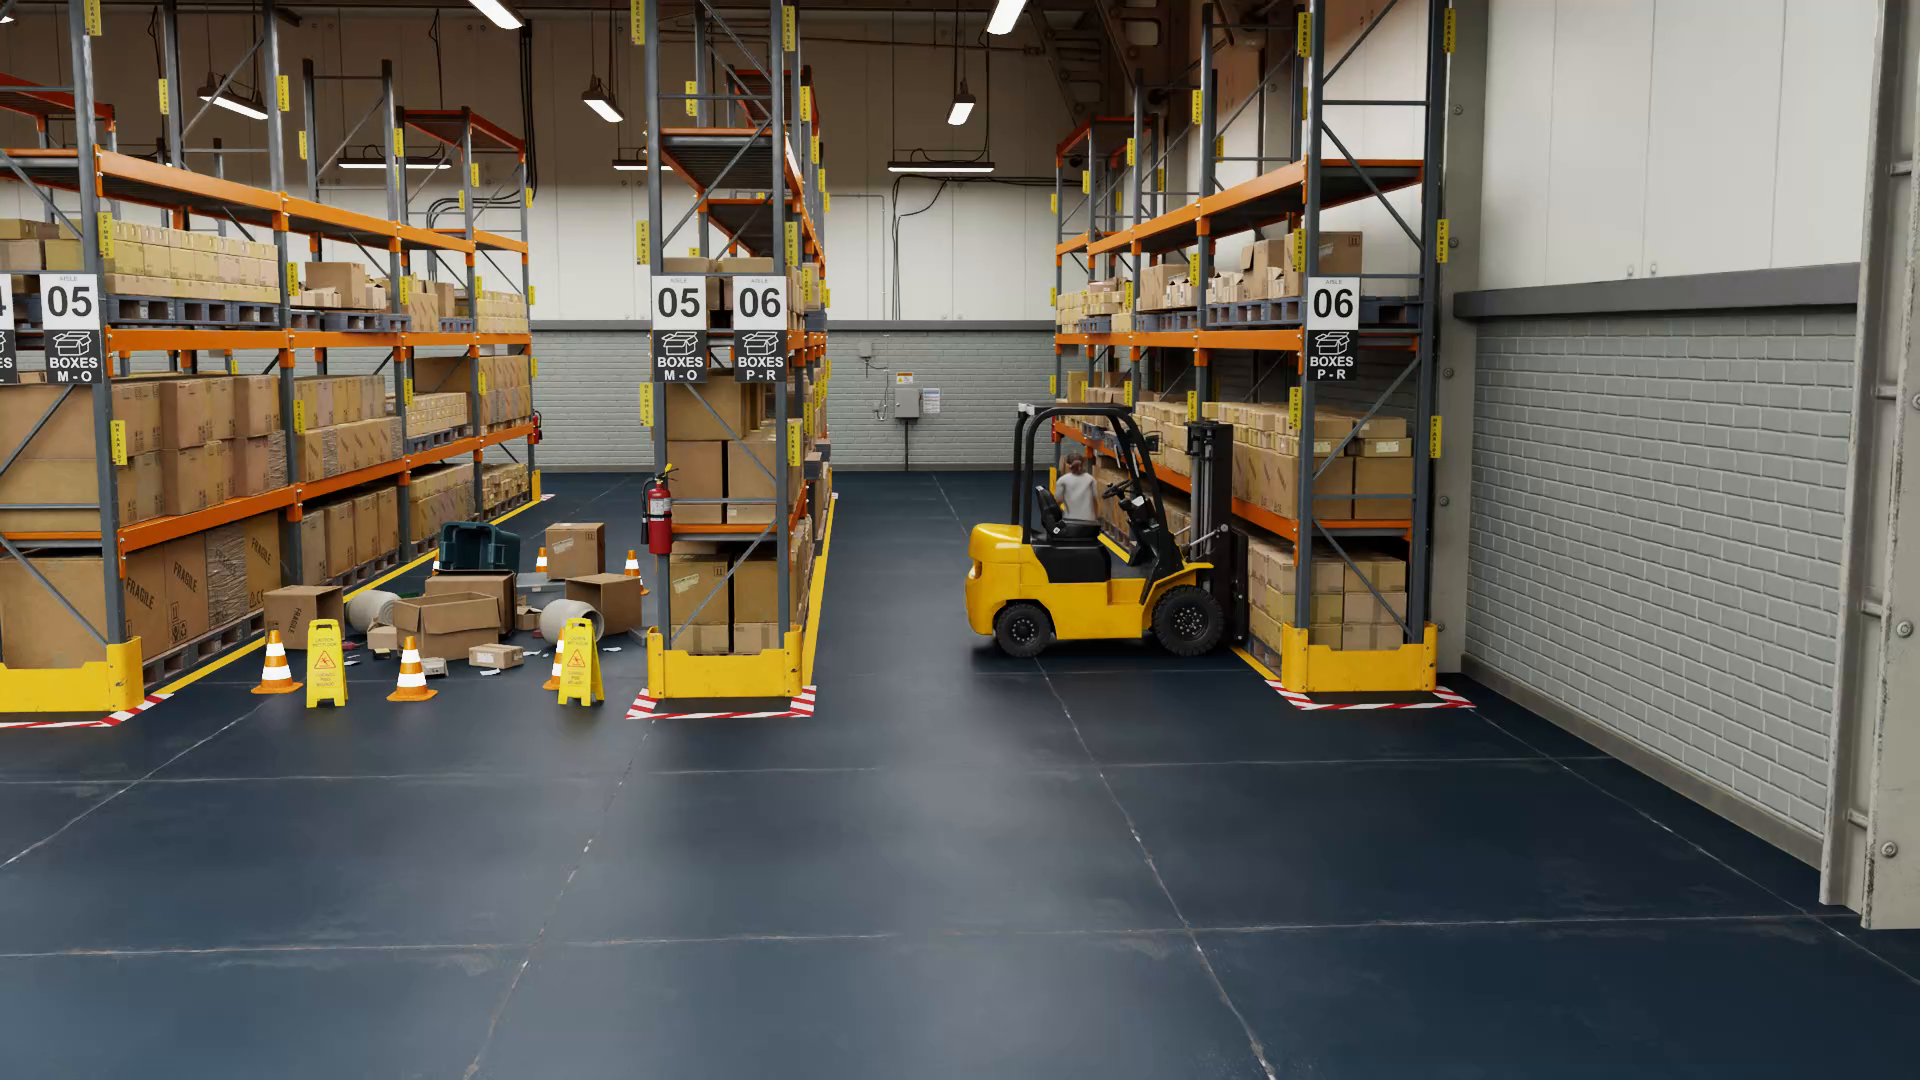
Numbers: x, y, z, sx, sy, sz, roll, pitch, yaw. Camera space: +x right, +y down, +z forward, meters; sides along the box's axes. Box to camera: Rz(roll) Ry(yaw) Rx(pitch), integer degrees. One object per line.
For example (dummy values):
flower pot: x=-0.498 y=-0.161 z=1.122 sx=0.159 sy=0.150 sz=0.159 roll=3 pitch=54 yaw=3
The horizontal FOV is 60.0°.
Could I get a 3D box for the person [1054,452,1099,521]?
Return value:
person: x=1.196 y=-0.118 z=17.186 sx=0.475 sy=1.573 sz=0.467 roll=0 pitch=7 yaw=-2
